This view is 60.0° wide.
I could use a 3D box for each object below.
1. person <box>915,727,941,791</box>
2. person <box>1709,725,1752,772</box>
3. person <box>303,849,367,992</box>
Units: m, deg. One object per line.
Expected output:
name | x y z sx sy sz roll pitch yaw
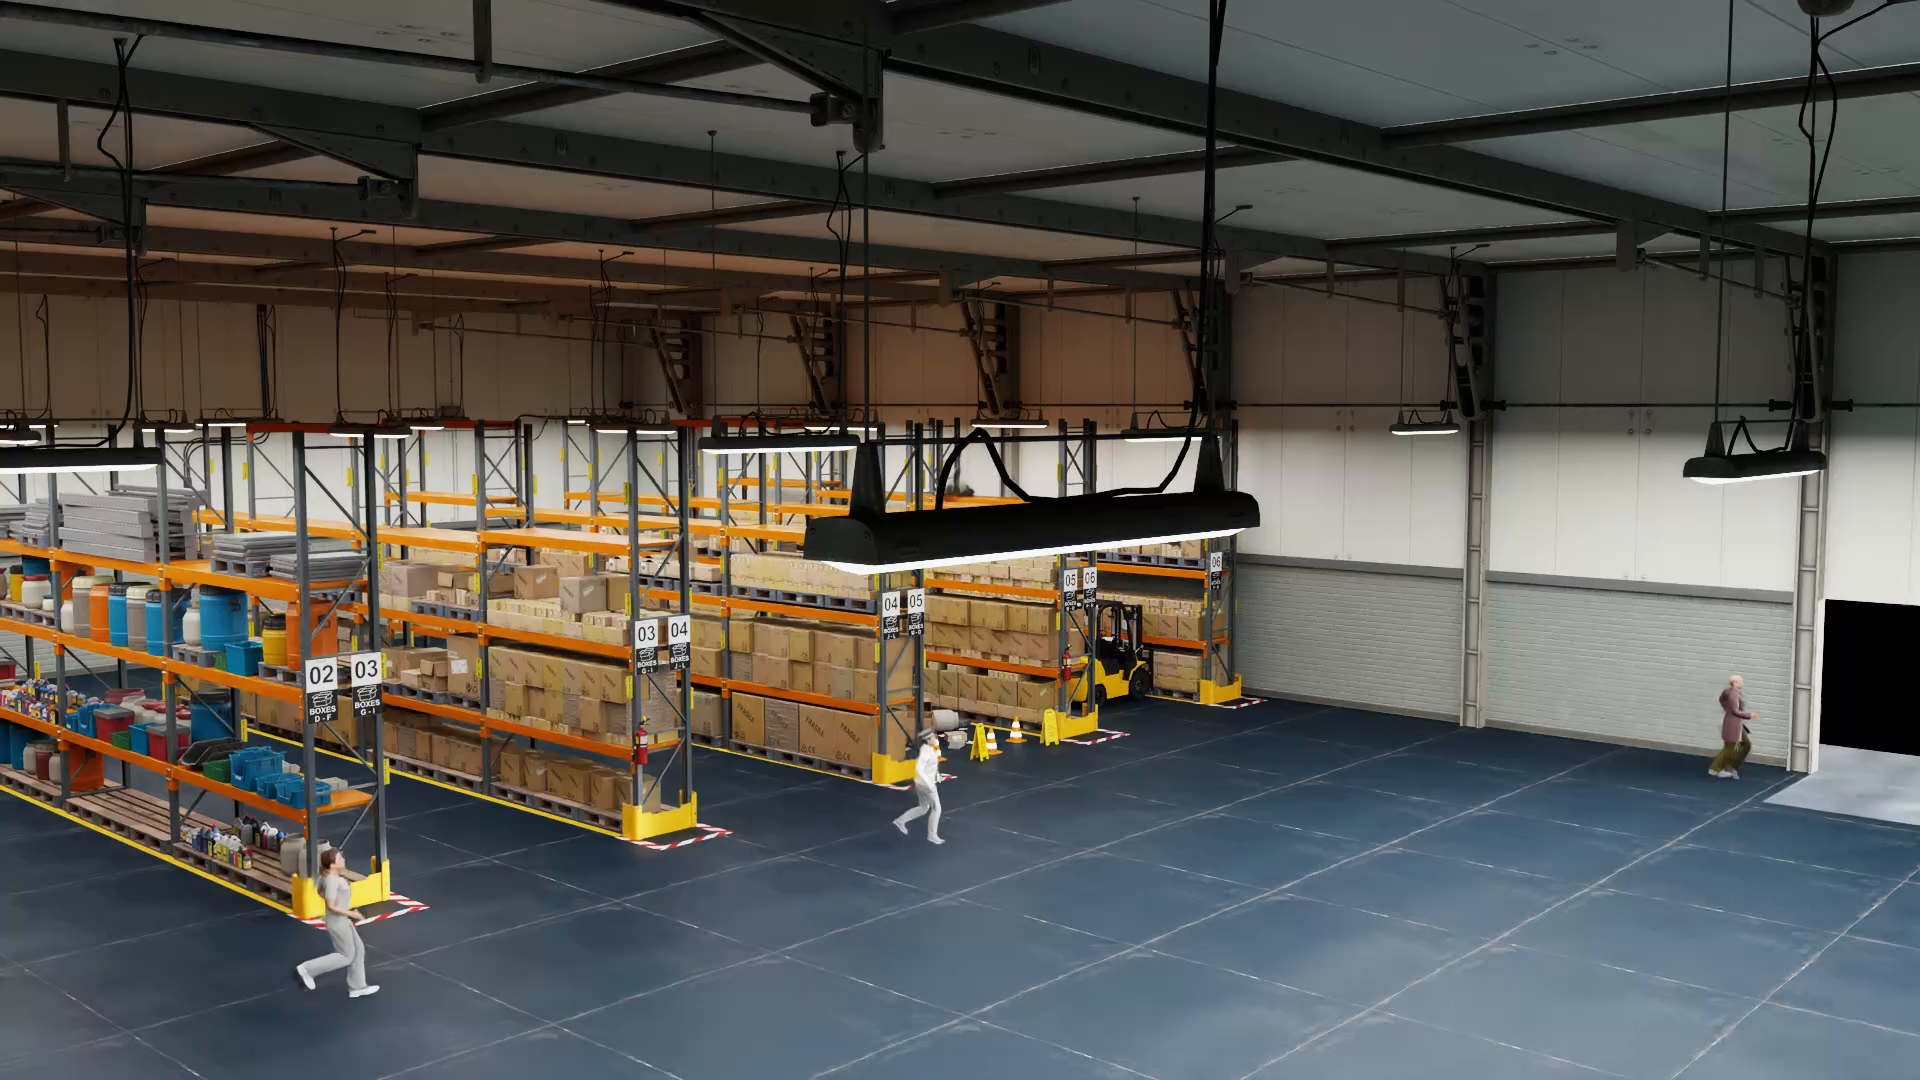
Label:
person | -0.467 3.137 23.958 0.398 0.894 0.622 -1 5 -7
person | 13.014 3.443 28.062 0.636 0.961 0.385 3 5 29
person | -6.657 4.049 17.669 0.629 1.566 0.580 -2 5 -24
